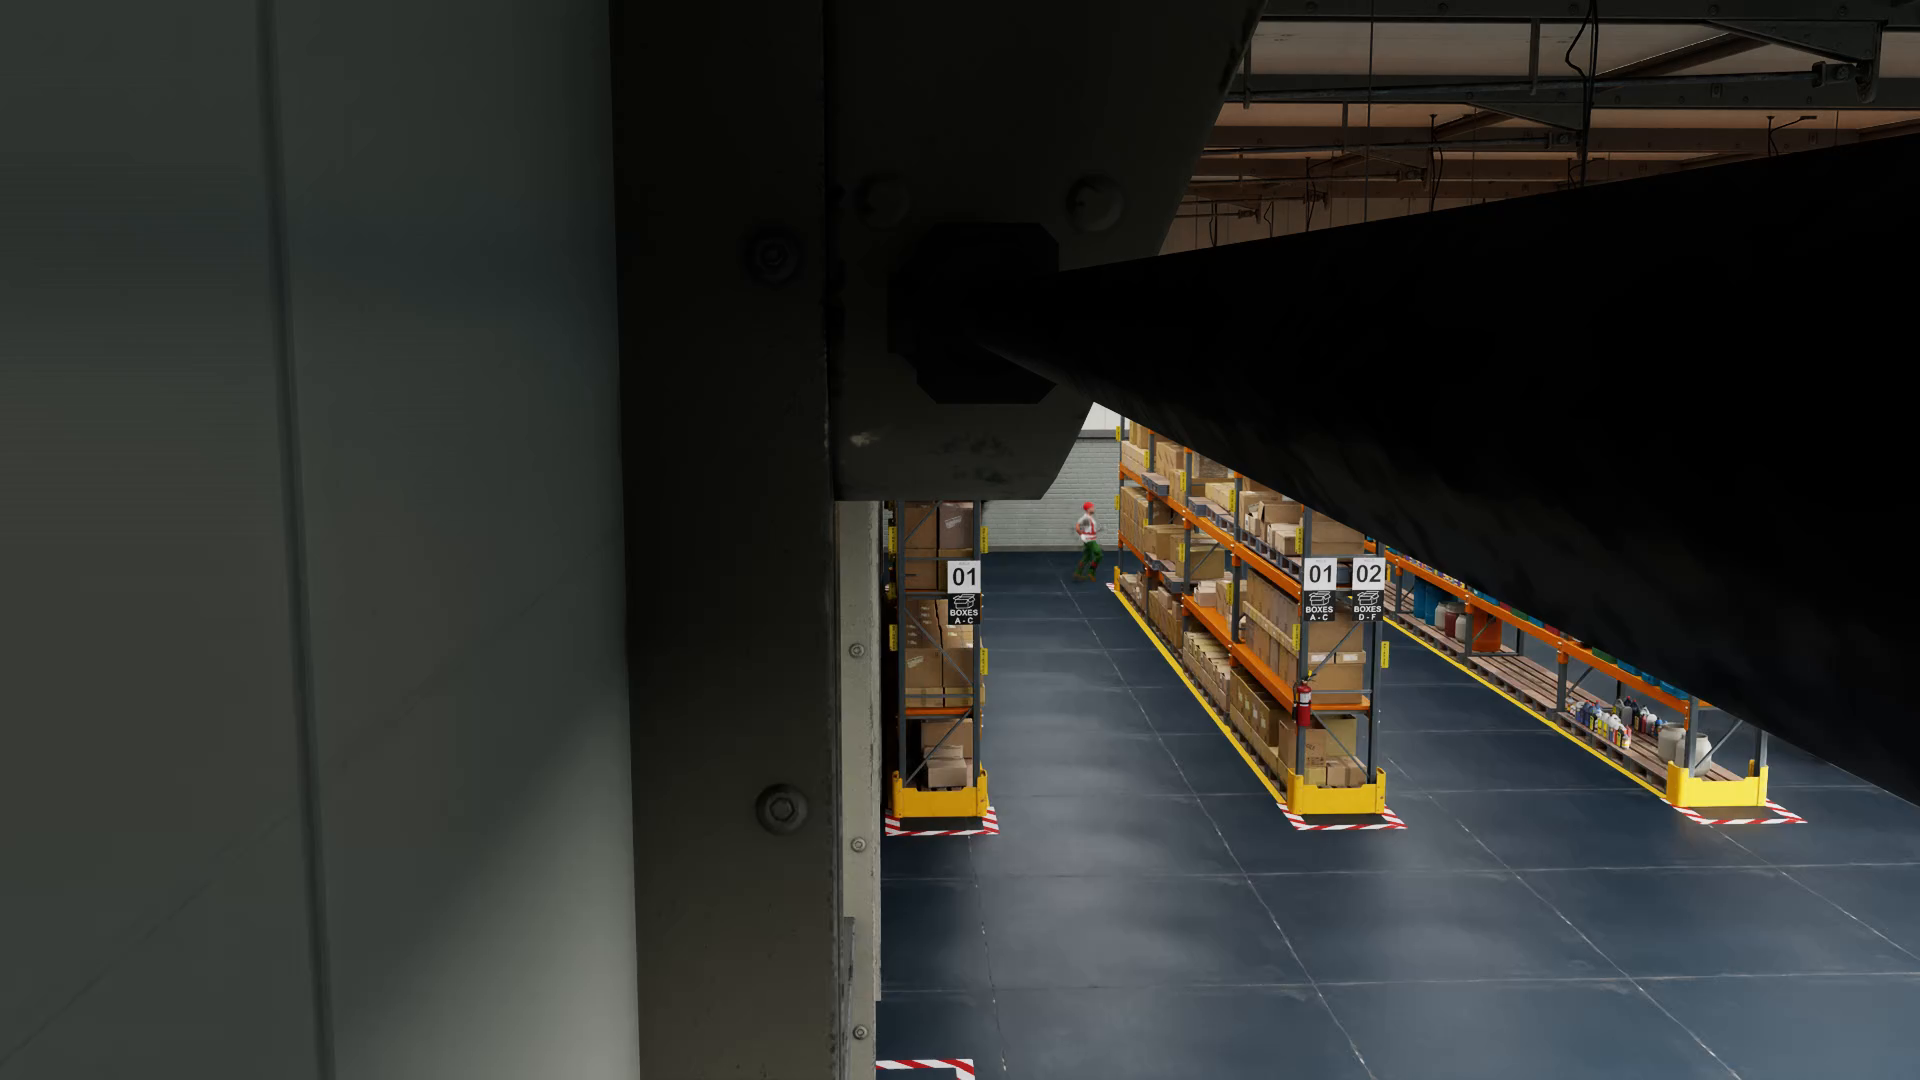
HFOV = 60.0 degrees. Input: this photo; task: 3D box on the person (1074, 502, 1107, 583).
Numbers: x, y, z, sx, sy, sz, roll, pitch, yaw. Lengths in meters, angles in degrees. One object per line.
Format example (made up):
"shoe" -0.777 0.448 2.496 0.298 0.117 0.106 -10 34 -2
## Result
"person" 2.940 0.052 37.525 0.739 1.817 0.649 1 8 9
